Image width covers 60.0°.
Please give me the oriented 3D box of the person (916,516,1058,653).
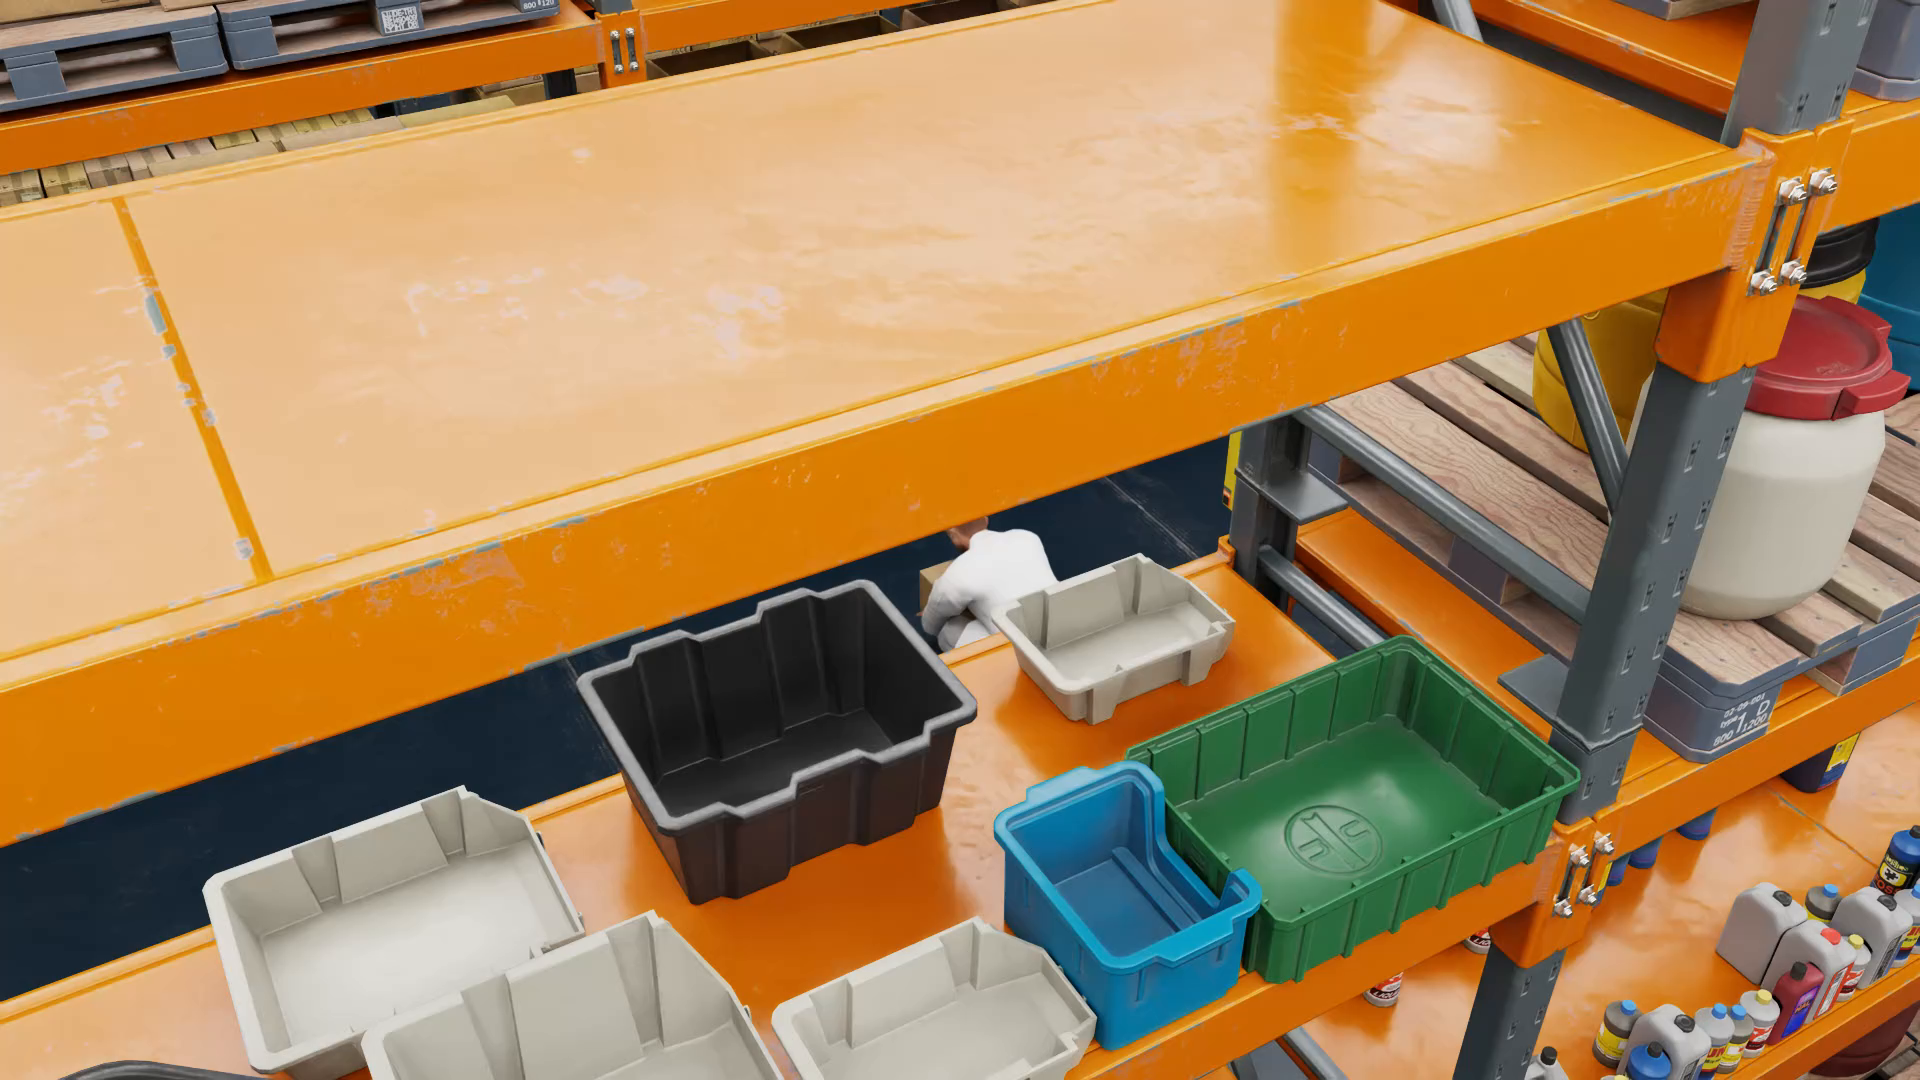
[{"bbox_3d":[0.171,0.320,7.187,0.599,0.979,0.911,-19,40,-24],"label":"person"}]
